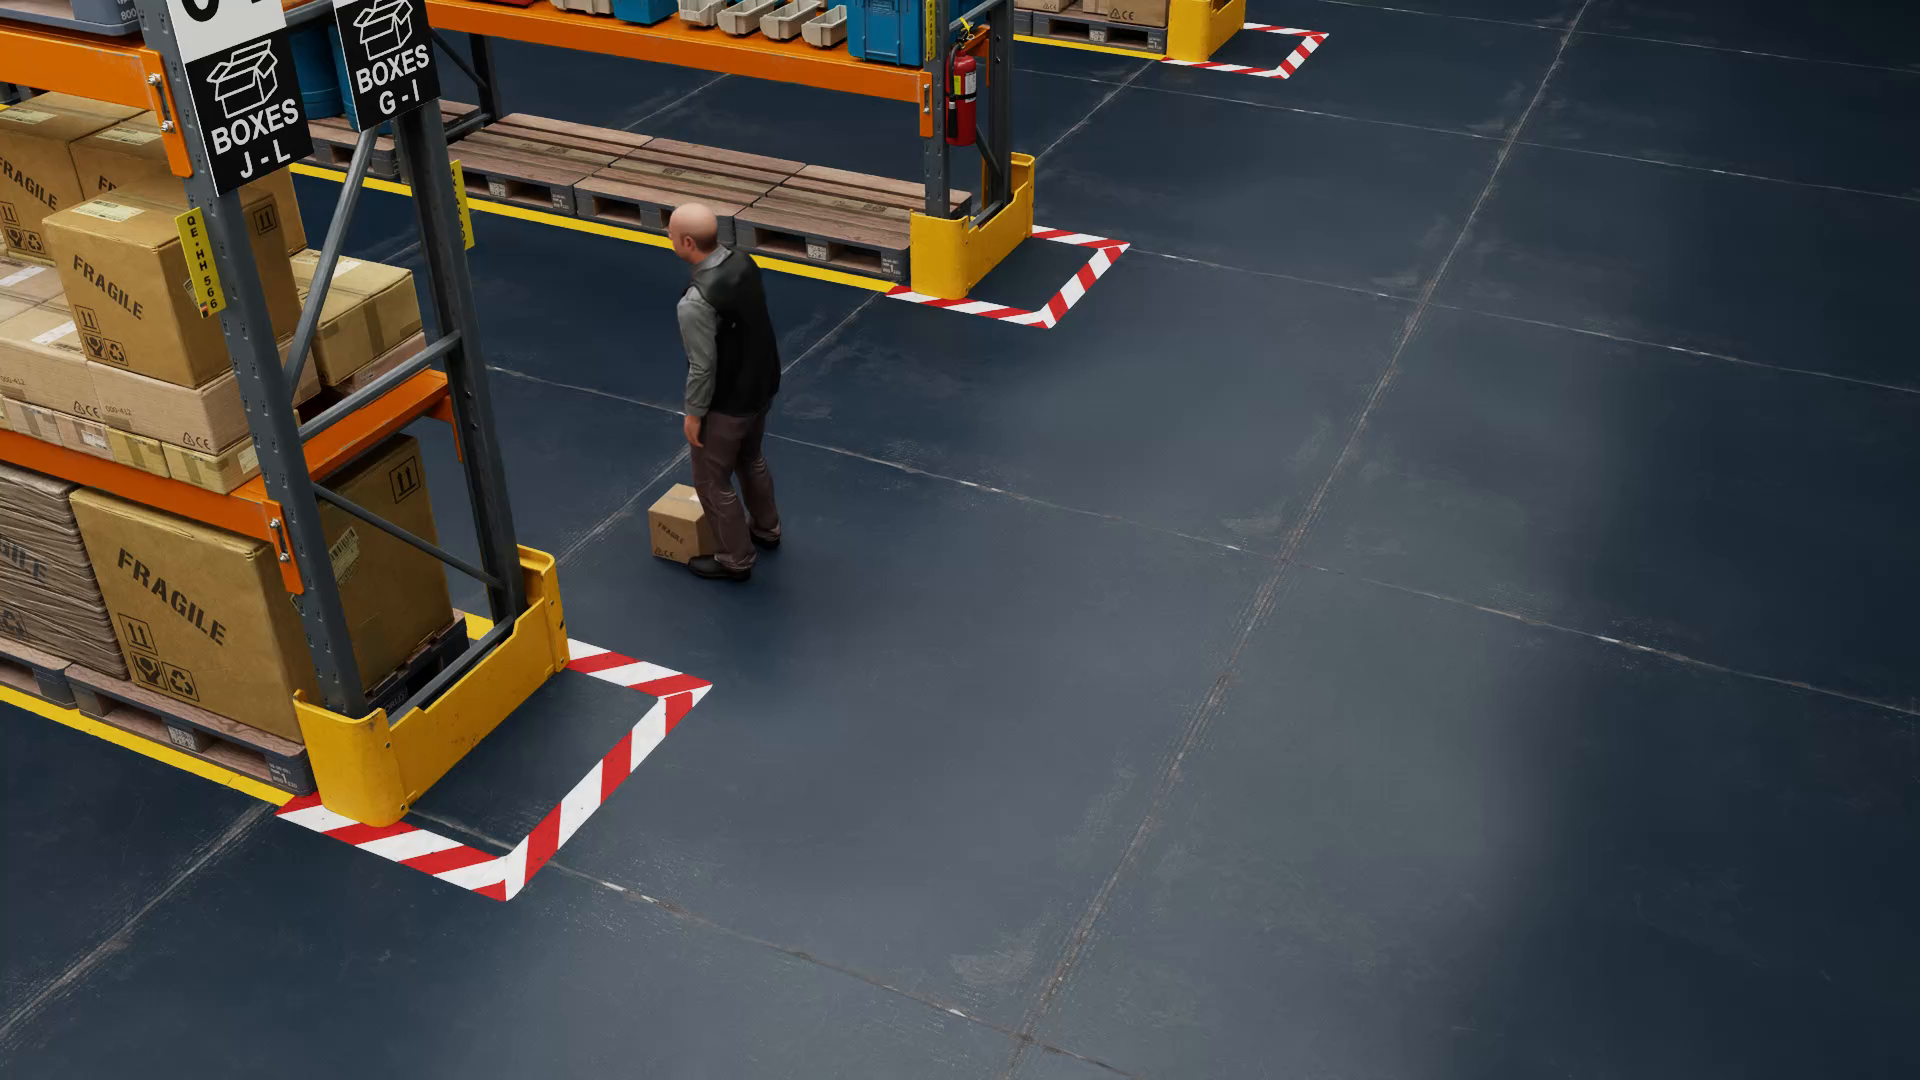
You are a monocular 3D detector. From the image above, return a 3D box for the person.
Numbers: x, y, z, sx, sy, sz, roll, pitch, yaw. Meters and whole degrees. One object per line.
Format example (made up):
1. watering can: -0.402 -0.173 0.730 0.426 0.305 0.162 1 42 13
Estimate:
1. person: -0.984 -0.617 7.096 0.421 1.720 0.592 12 35 18
